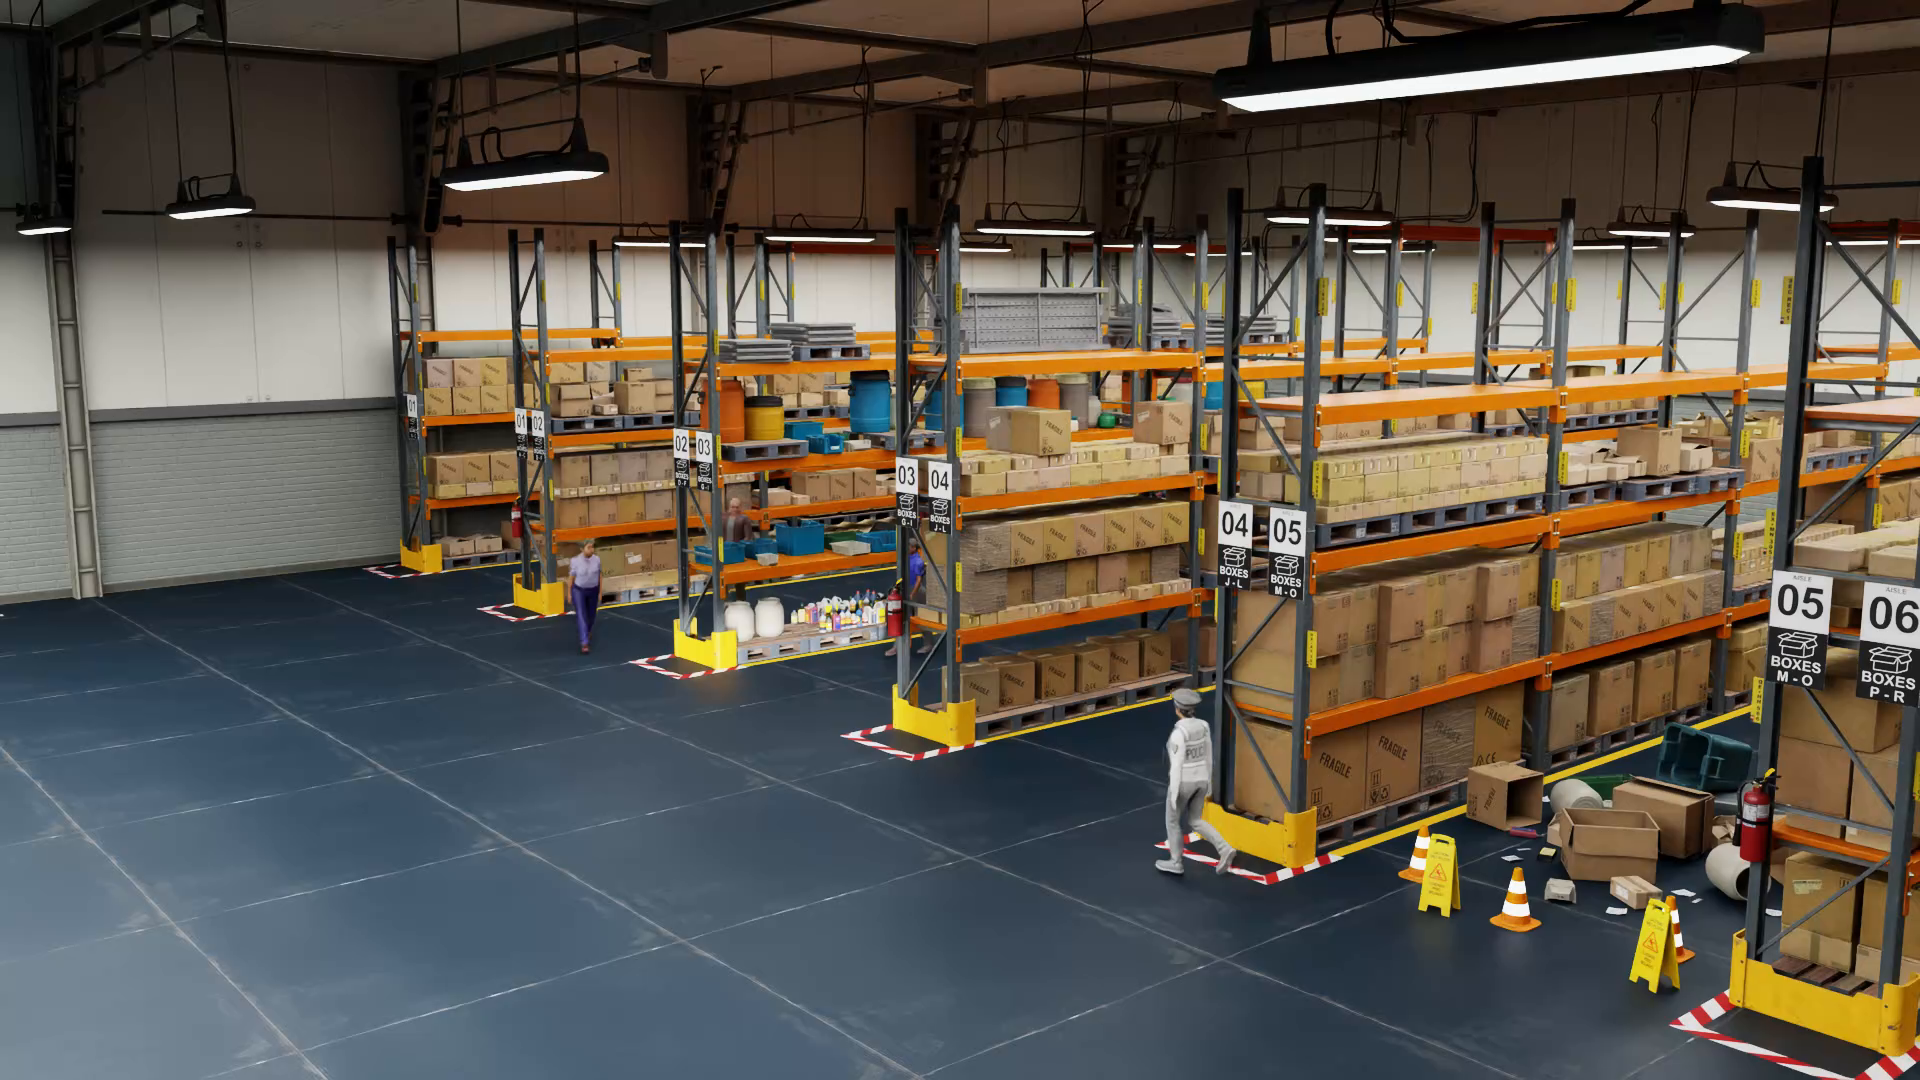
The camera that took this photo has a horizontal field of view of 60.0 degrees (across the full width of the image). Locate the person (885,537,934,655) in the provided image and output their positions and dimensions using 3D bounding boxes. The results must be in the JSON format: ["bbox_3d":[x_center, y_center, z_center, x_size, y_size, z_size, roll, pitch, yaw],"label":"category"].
[{"bbox_3d":[-0.692,0.784,23.259,0.704,1.651,0.496,-5,10,-29],"label":"person"}]

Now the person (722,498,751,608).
[{"bbox_3d":[-3.636,0.248,26.454,0.612,1.818,0.699,2,9,11],"label":"person"}]

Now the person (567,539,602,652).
[{"bbox_3d":[-5.348,0.756,23.724,0.498,1.568,1.070,-4,10,-26],"label":"person"}]

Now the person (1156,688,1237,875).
[{"bbox_3d":[2.053,2.129,14.480,0.509,1.651,0.750,-8,12,-43],"label":"person"}]
